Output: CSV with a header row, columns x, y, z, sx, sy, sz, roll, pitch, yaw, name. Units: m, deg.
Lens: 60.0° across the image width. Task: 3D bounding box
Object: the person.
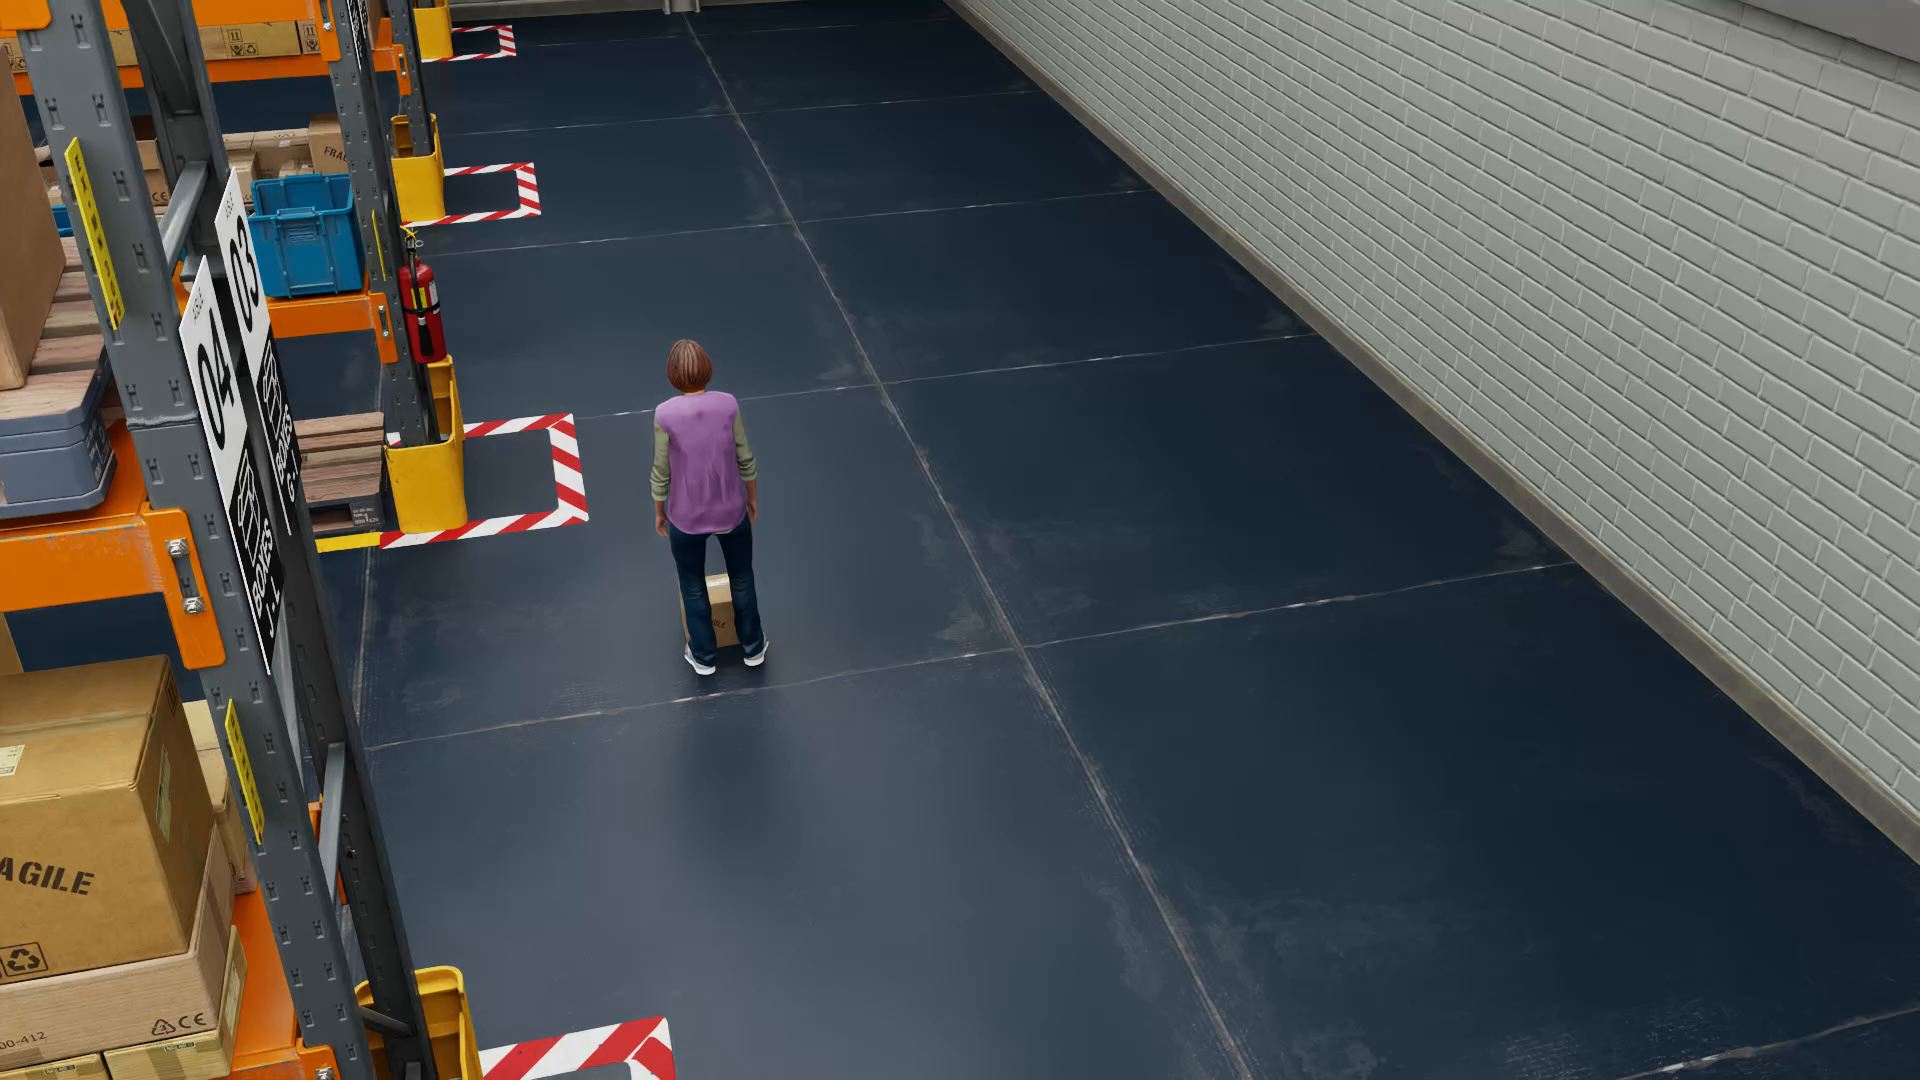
x,y,z,sx,sy,sz,roll,pitch,yaw,name
-1.113,-0.096,7.357,0.473,1.538,0.350,-9,32,-14,person
